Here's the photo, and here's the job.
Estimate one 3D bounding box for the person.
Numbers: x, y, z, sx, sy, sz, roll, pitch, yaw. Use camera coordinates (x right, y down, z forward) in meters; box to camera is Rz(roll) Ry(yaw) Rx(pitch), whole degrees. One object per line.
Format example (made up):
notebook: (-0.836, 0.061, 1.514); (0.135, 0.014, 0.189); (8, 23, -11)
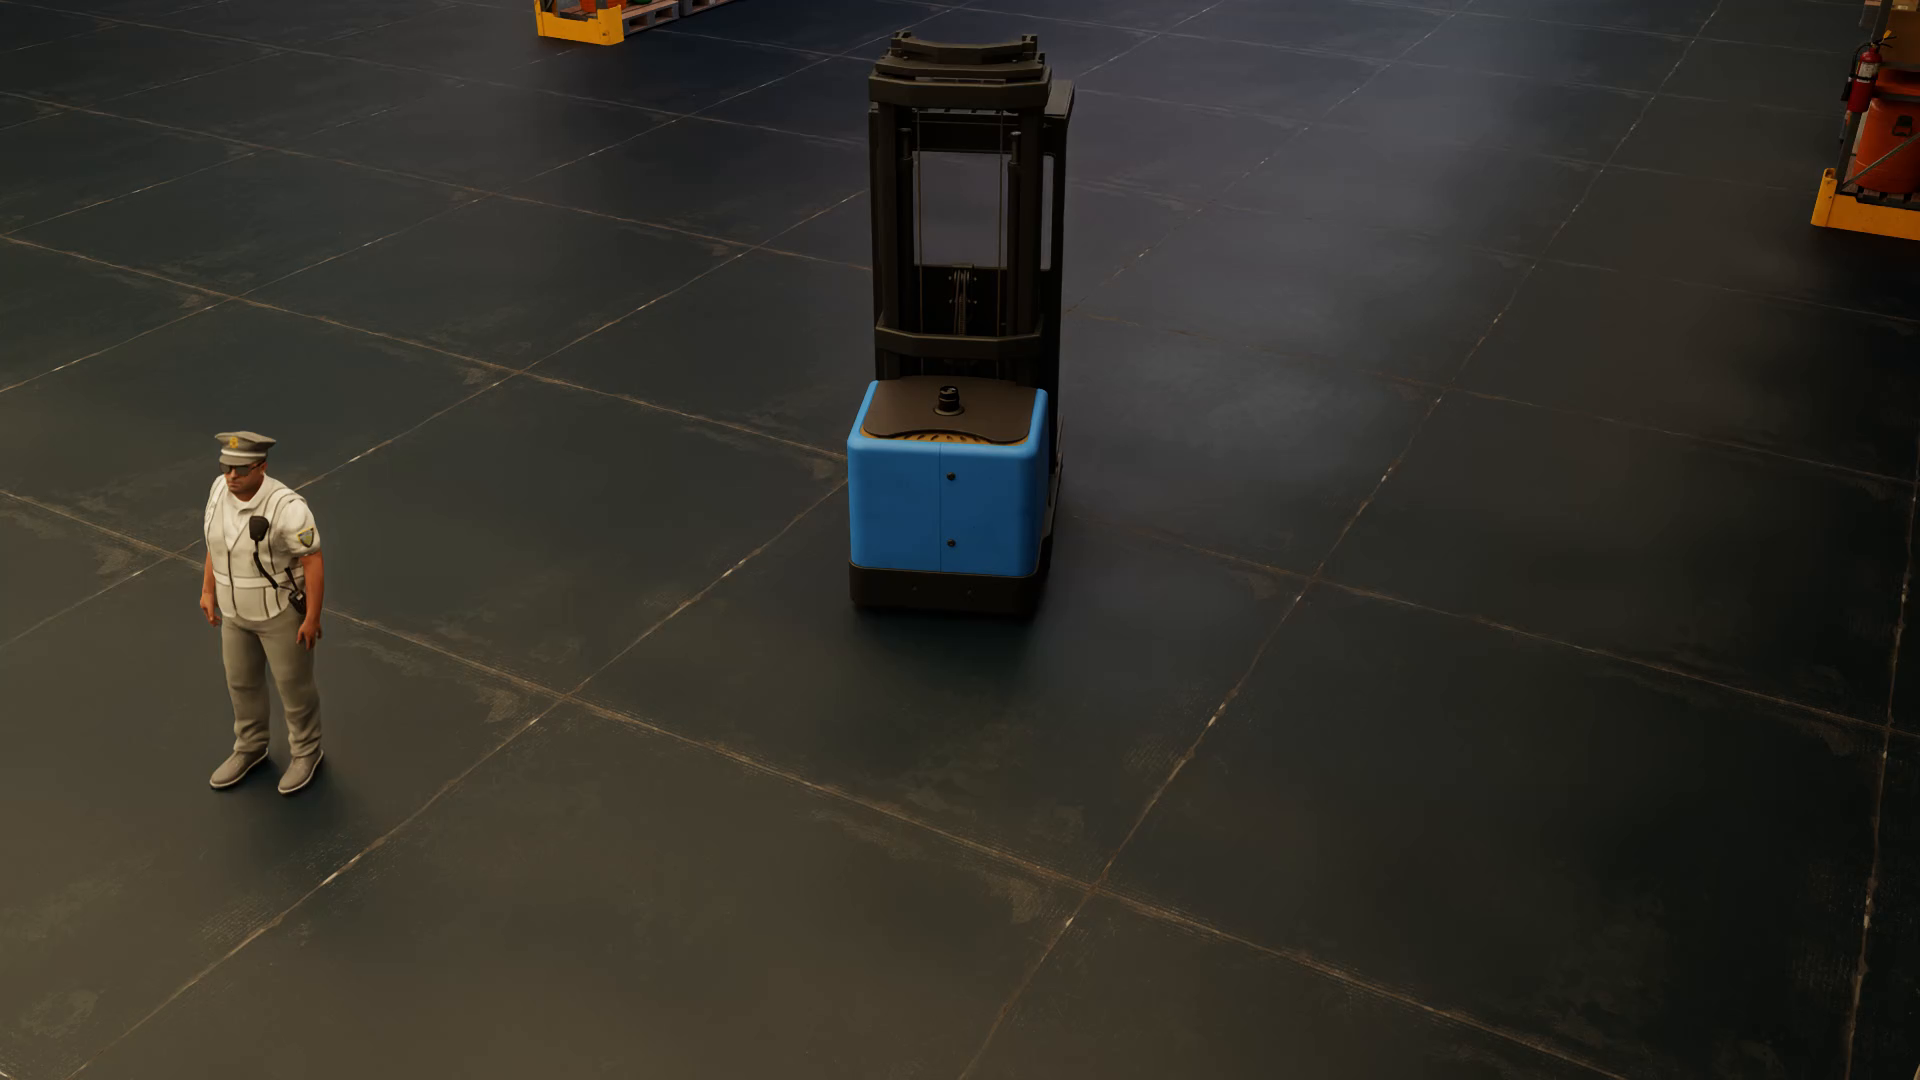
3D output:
person: (-3.238, 0.334, 7.641); (0.628, 1.789, 0.548); (10, 31, 16)

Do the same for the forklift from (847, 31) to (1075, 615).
forklift: (0.072, -1.572, 9.794); (1.130, 2.935, 3.031); (3, 30, 6)
